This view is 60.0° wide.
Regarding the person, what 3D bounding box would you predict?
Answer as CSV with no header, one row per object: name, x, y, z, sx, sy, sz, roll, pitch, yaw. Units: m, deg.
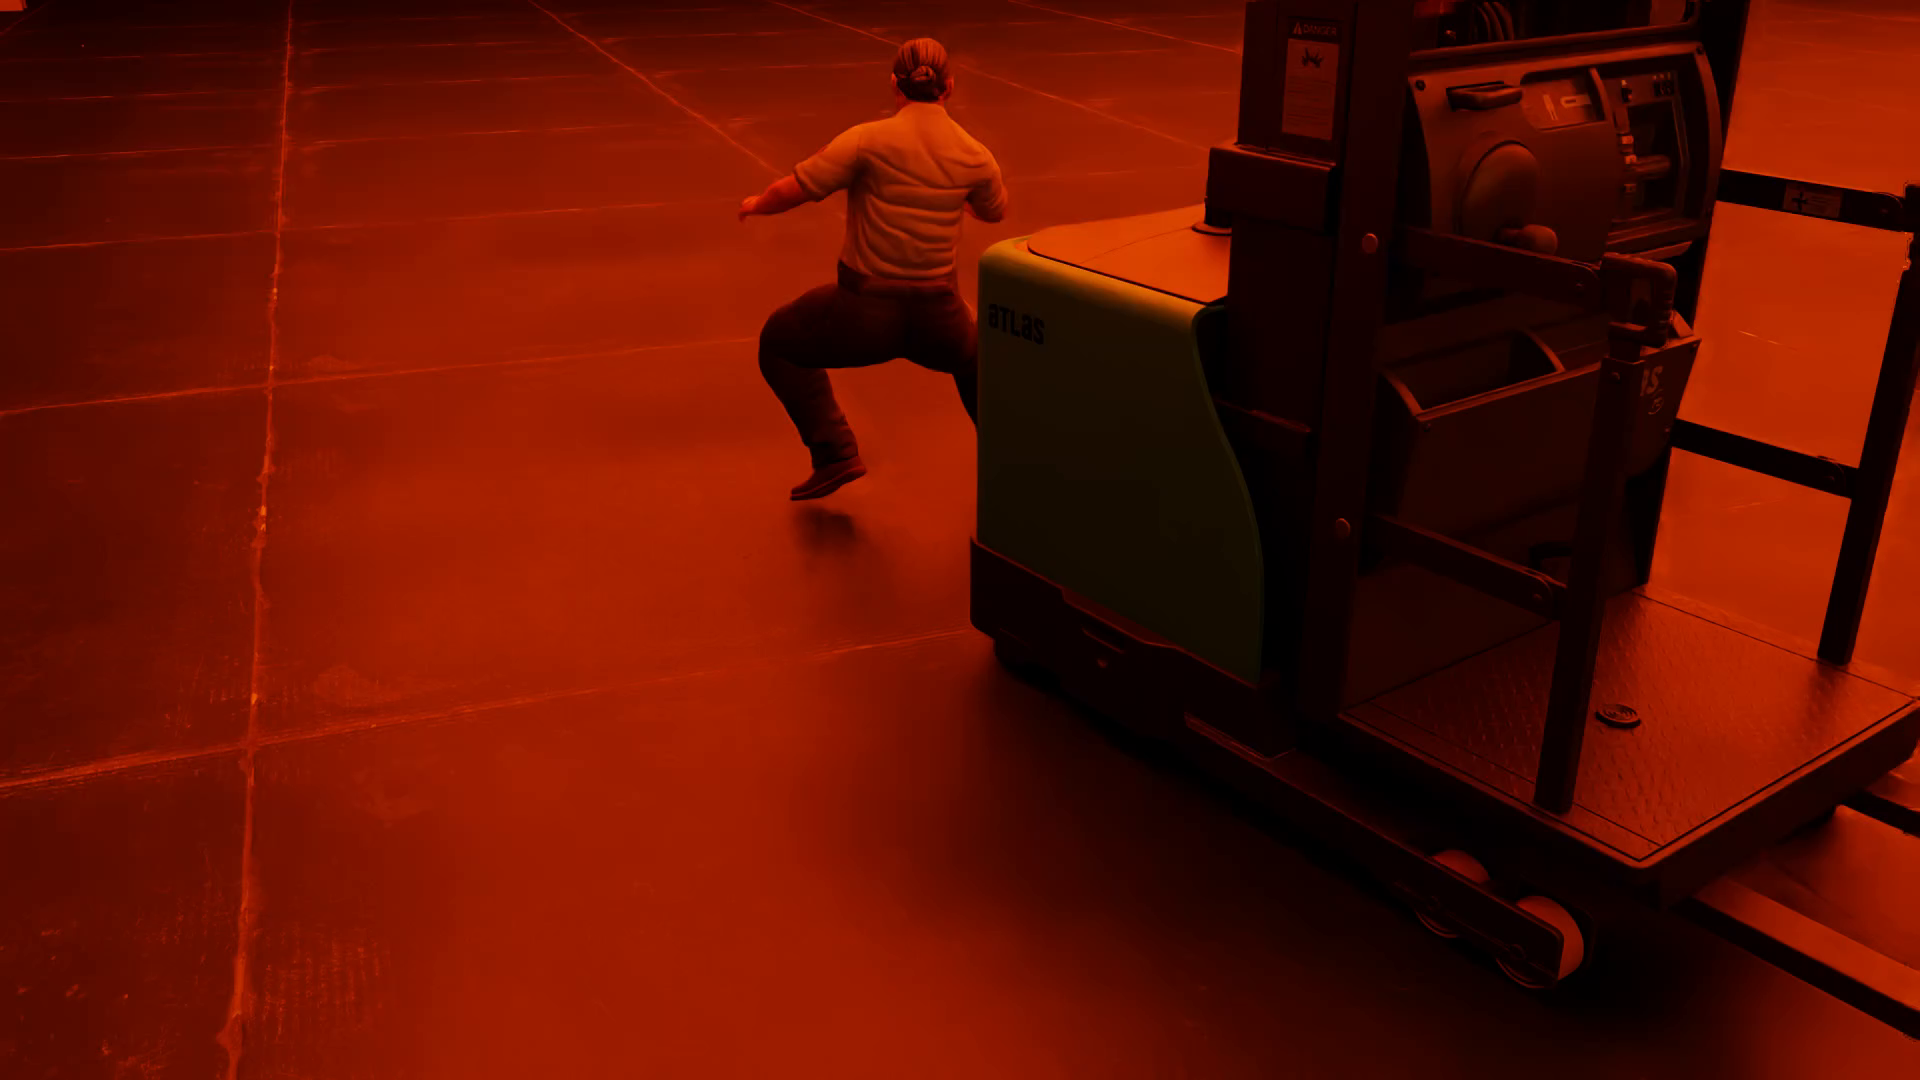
person,-0.191,-0.793,5.087,0.924,1.455,0.706,-6,23,-13

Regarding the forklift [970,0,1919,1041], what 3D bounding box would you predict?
forklift,1.308,-0.733,3.042,1.130,2.935,3.031,-16,28,-33
